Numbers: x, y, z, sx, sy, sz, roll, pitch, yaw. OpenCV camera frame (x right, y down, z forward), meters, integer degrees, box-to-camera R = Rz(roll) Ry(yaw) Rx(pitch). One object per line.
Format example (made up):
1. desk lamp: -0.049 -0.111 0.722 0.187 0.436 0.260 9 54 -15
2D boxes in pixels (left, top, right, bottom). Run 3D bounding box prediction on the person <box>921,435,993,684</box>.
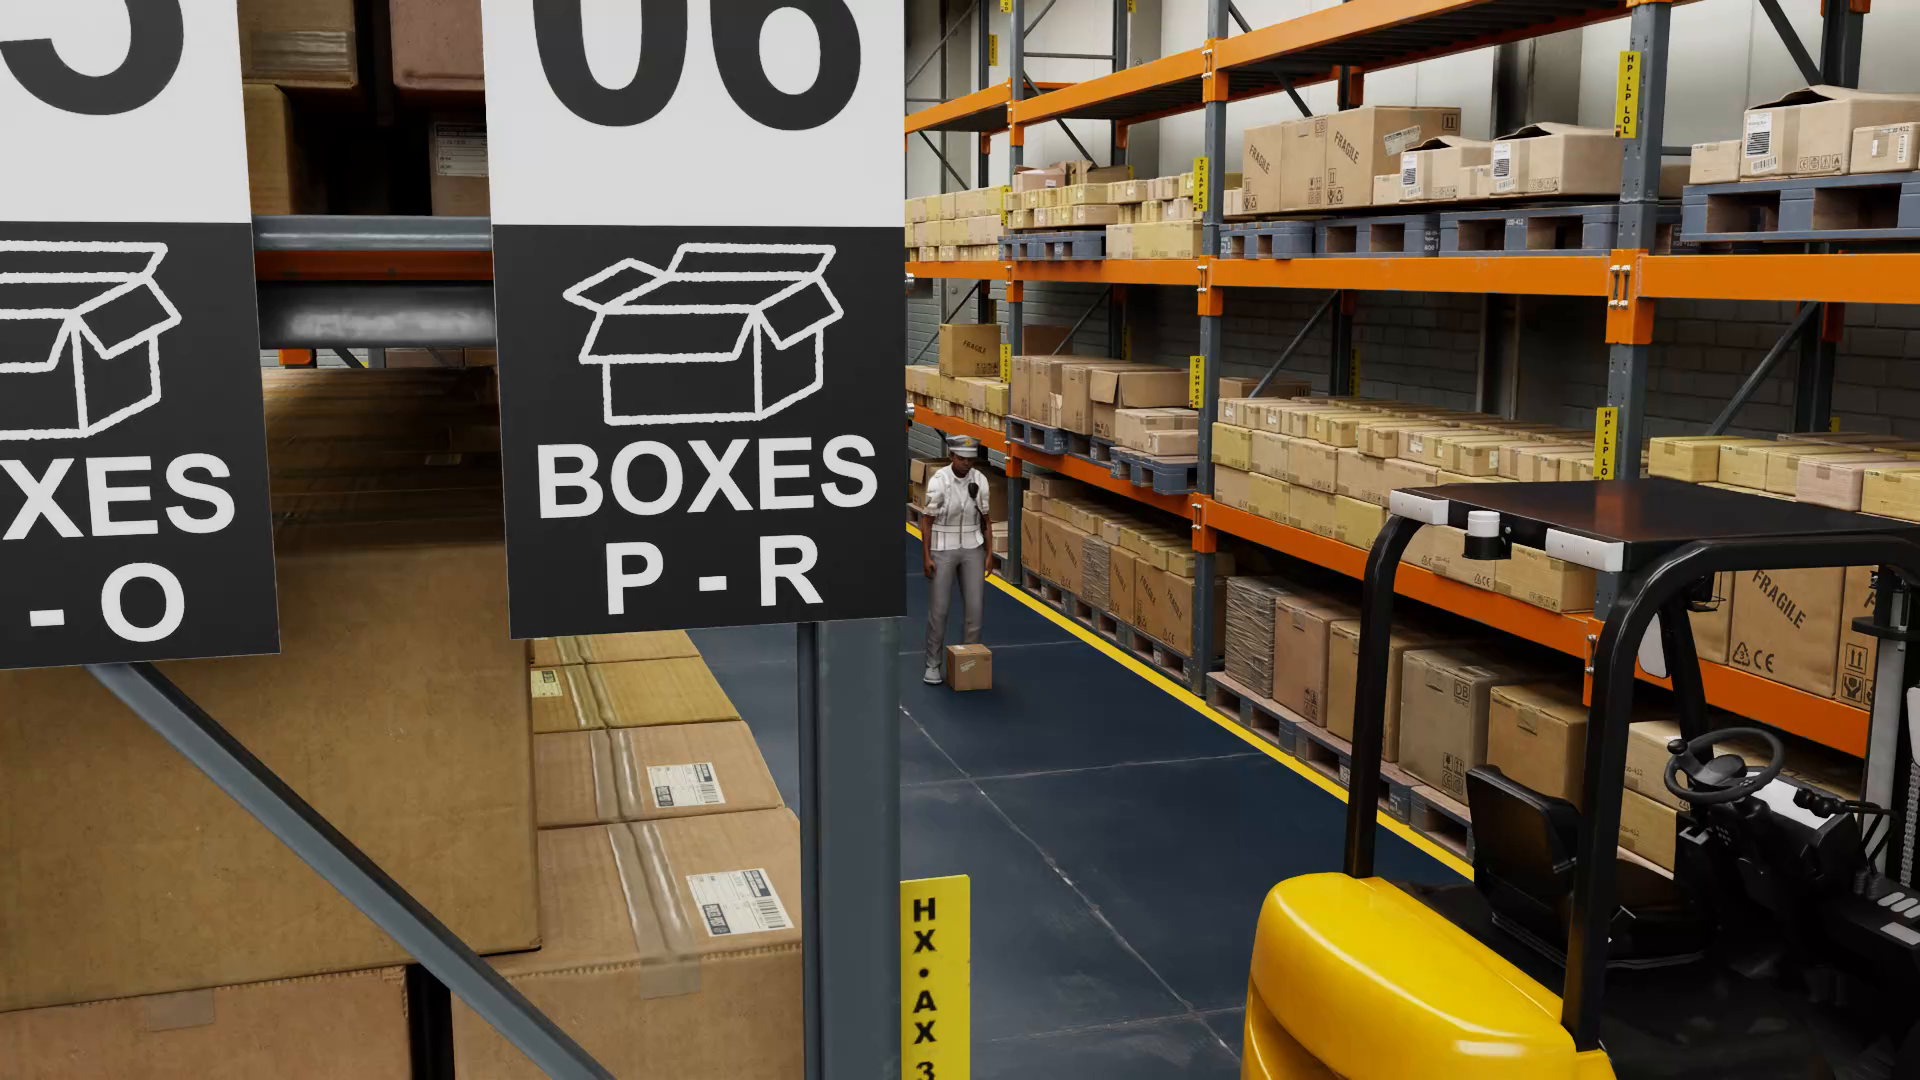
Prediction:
1. person: -0.018 0.118 11.162 0.506 1.660 0.415 -3 10 -16
